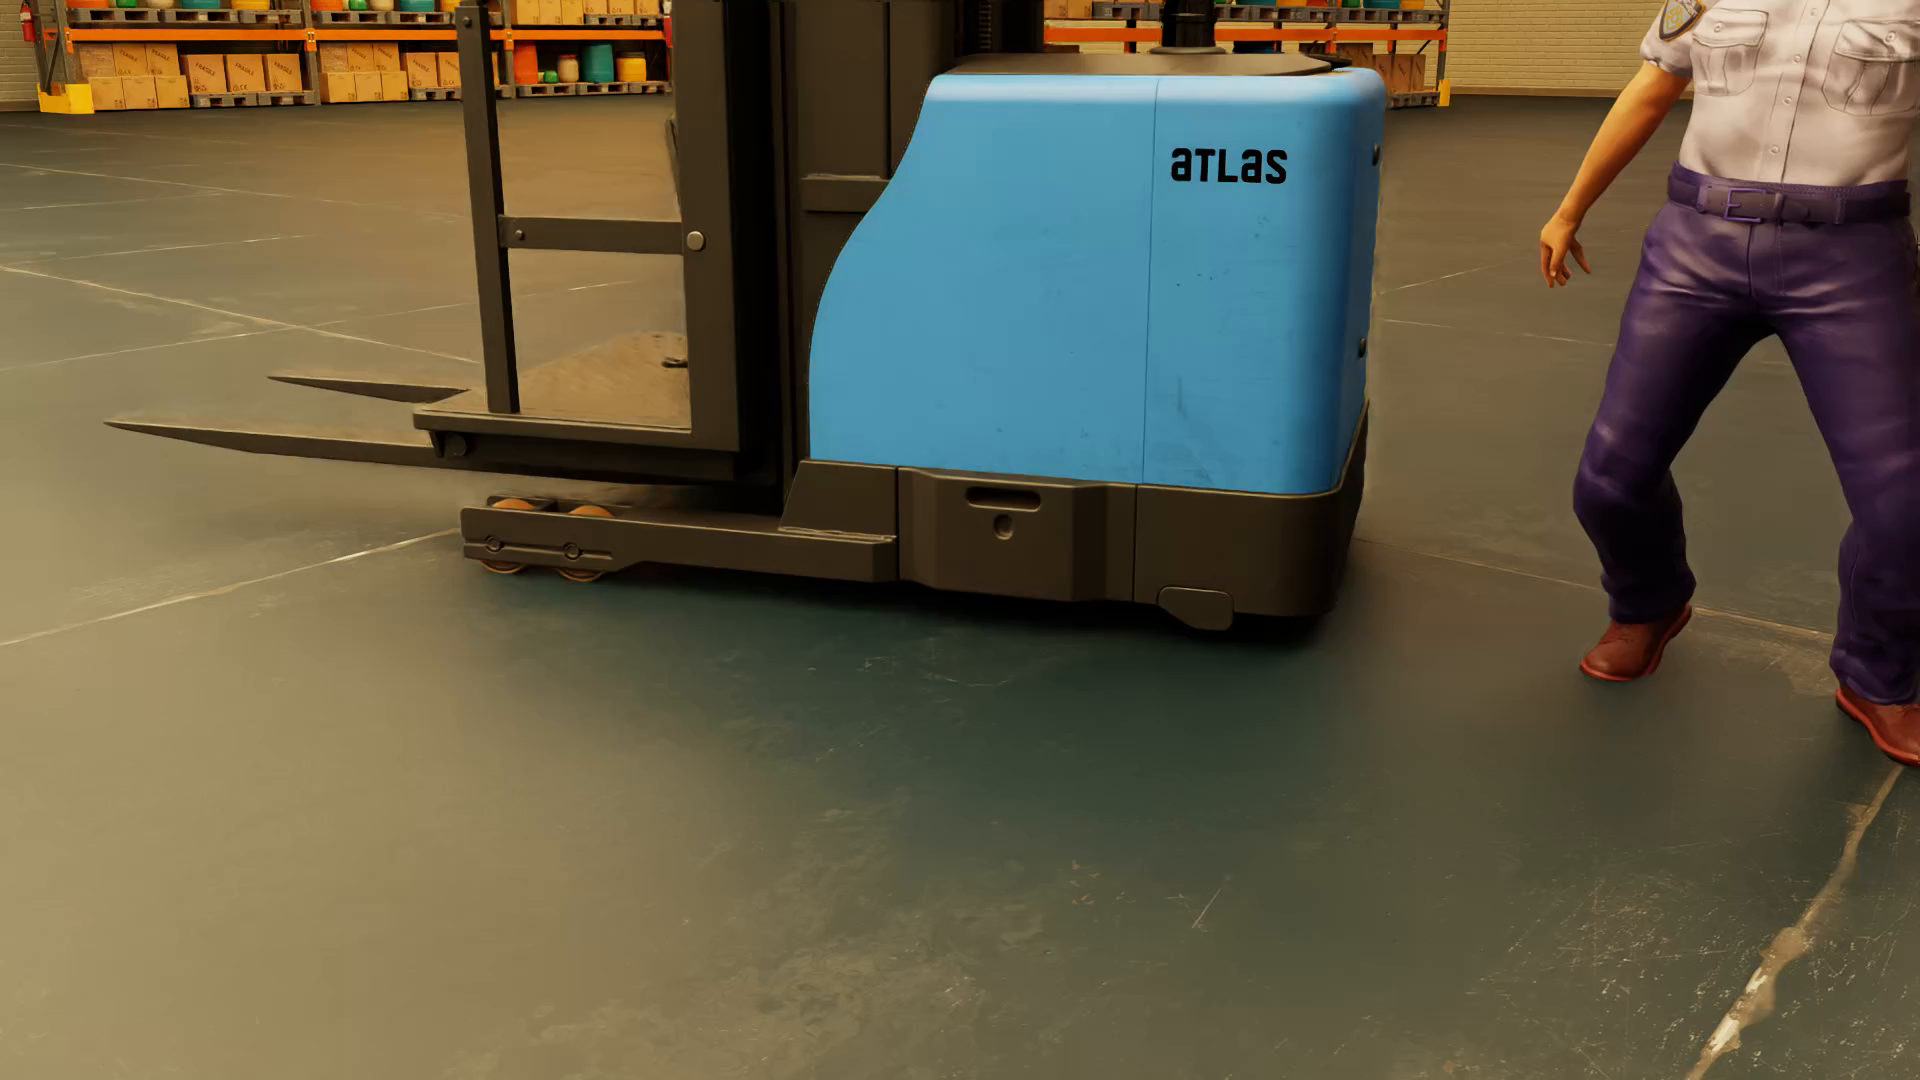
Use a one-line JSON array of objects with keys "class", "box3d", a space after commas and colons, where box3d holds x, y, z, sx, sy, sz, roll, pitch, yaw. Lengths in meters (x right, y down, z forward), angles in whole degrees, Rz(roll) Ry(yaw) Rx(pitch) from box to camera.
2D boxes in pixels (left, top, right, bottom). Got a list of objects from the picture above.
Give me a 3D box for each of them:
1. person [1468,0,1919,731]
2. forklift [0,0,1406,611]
[{"class": "person", "box3d": [1.231, -0.391, 2.633, 0.767, 1.594, 0.447, 15, 22, 40]}, {"class": "forklift", "box3d": [-0.619, -1.411, 3.544, 3.031, 2.935, 1.130, 1, 17, 4]}]
